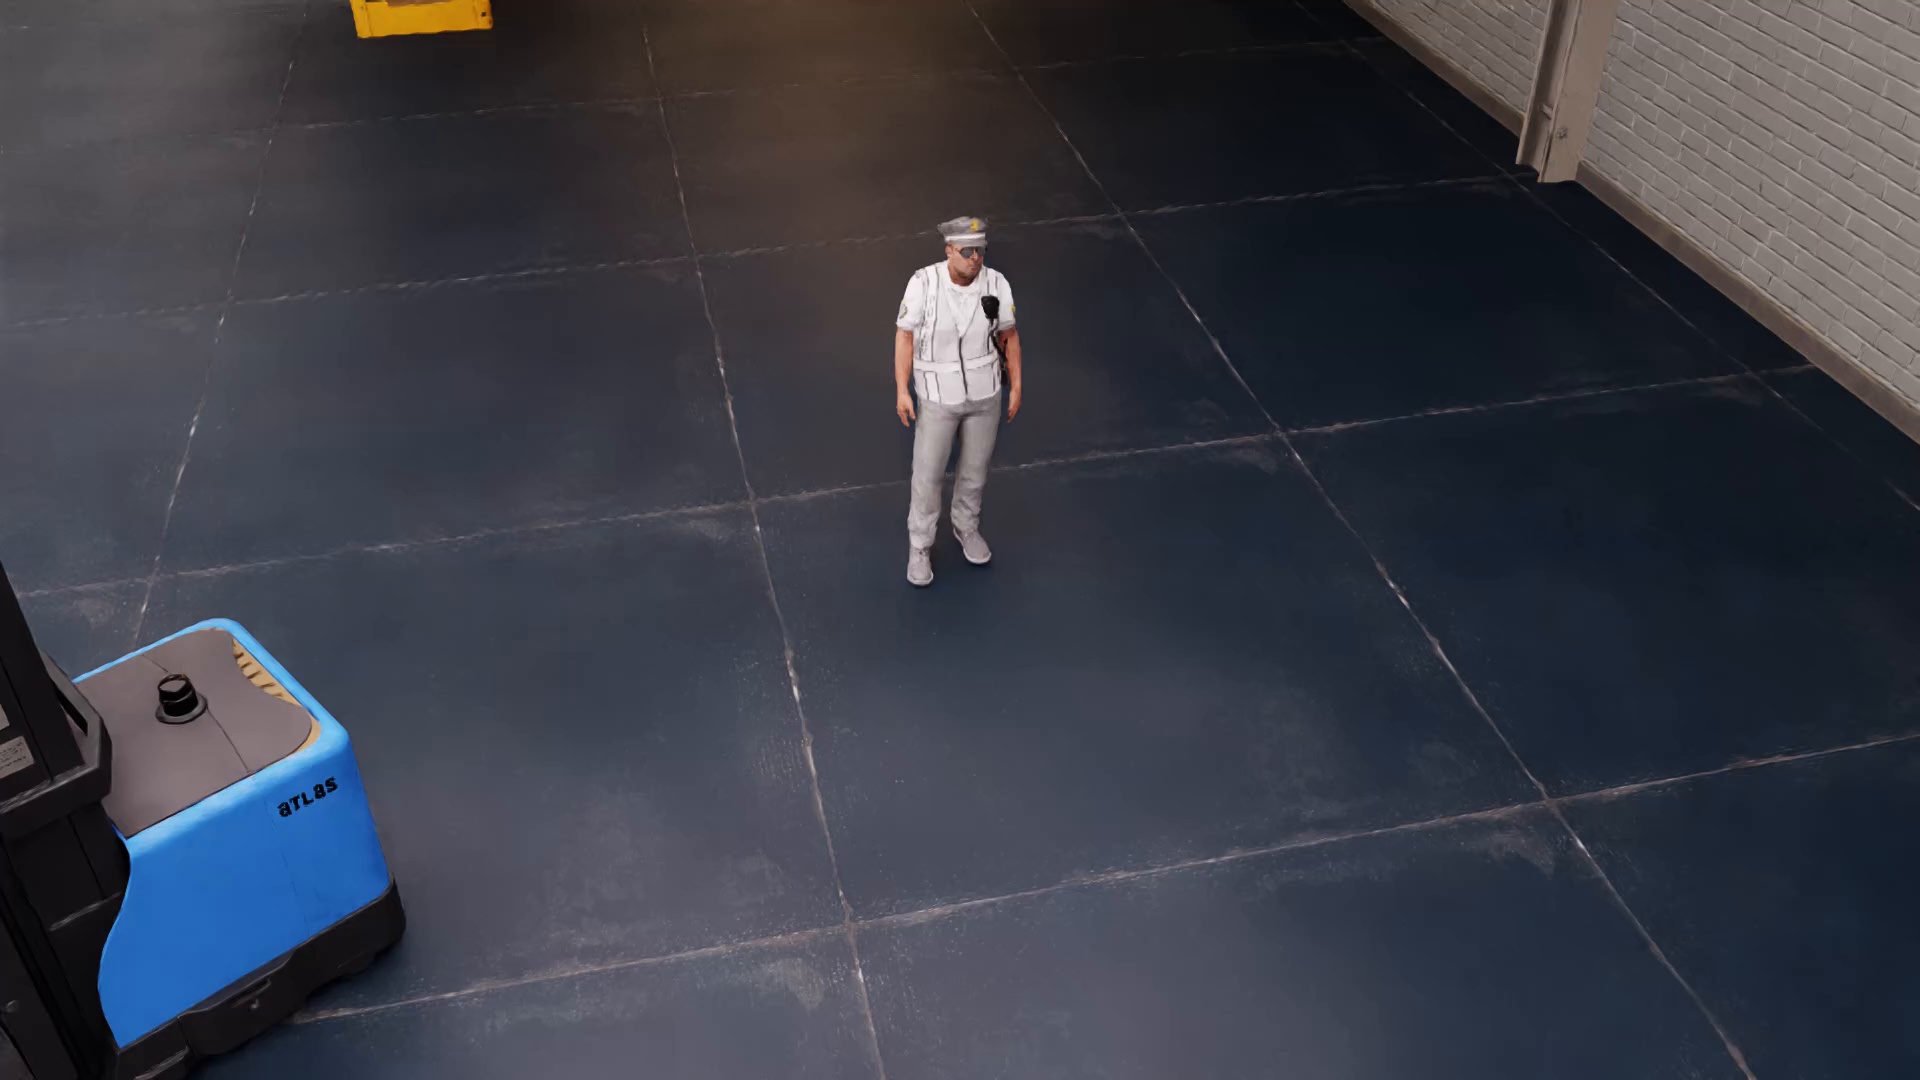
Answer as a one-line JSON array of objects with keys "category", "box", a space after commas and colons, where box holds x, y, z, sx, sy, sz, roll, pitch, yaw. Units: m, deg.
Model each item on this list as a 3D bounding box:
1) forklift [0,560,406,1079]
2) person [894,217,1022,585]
[{"category": "forklift", "box": [-3.527, 0.759, 4.996, 3.031, 2.935, 1.130, -30, 45, -35]}, {"category": "person", "box": [0.006, -0.684, 7.971, 0.640, 1.781, 0.574, -8, 36, -11]}]
